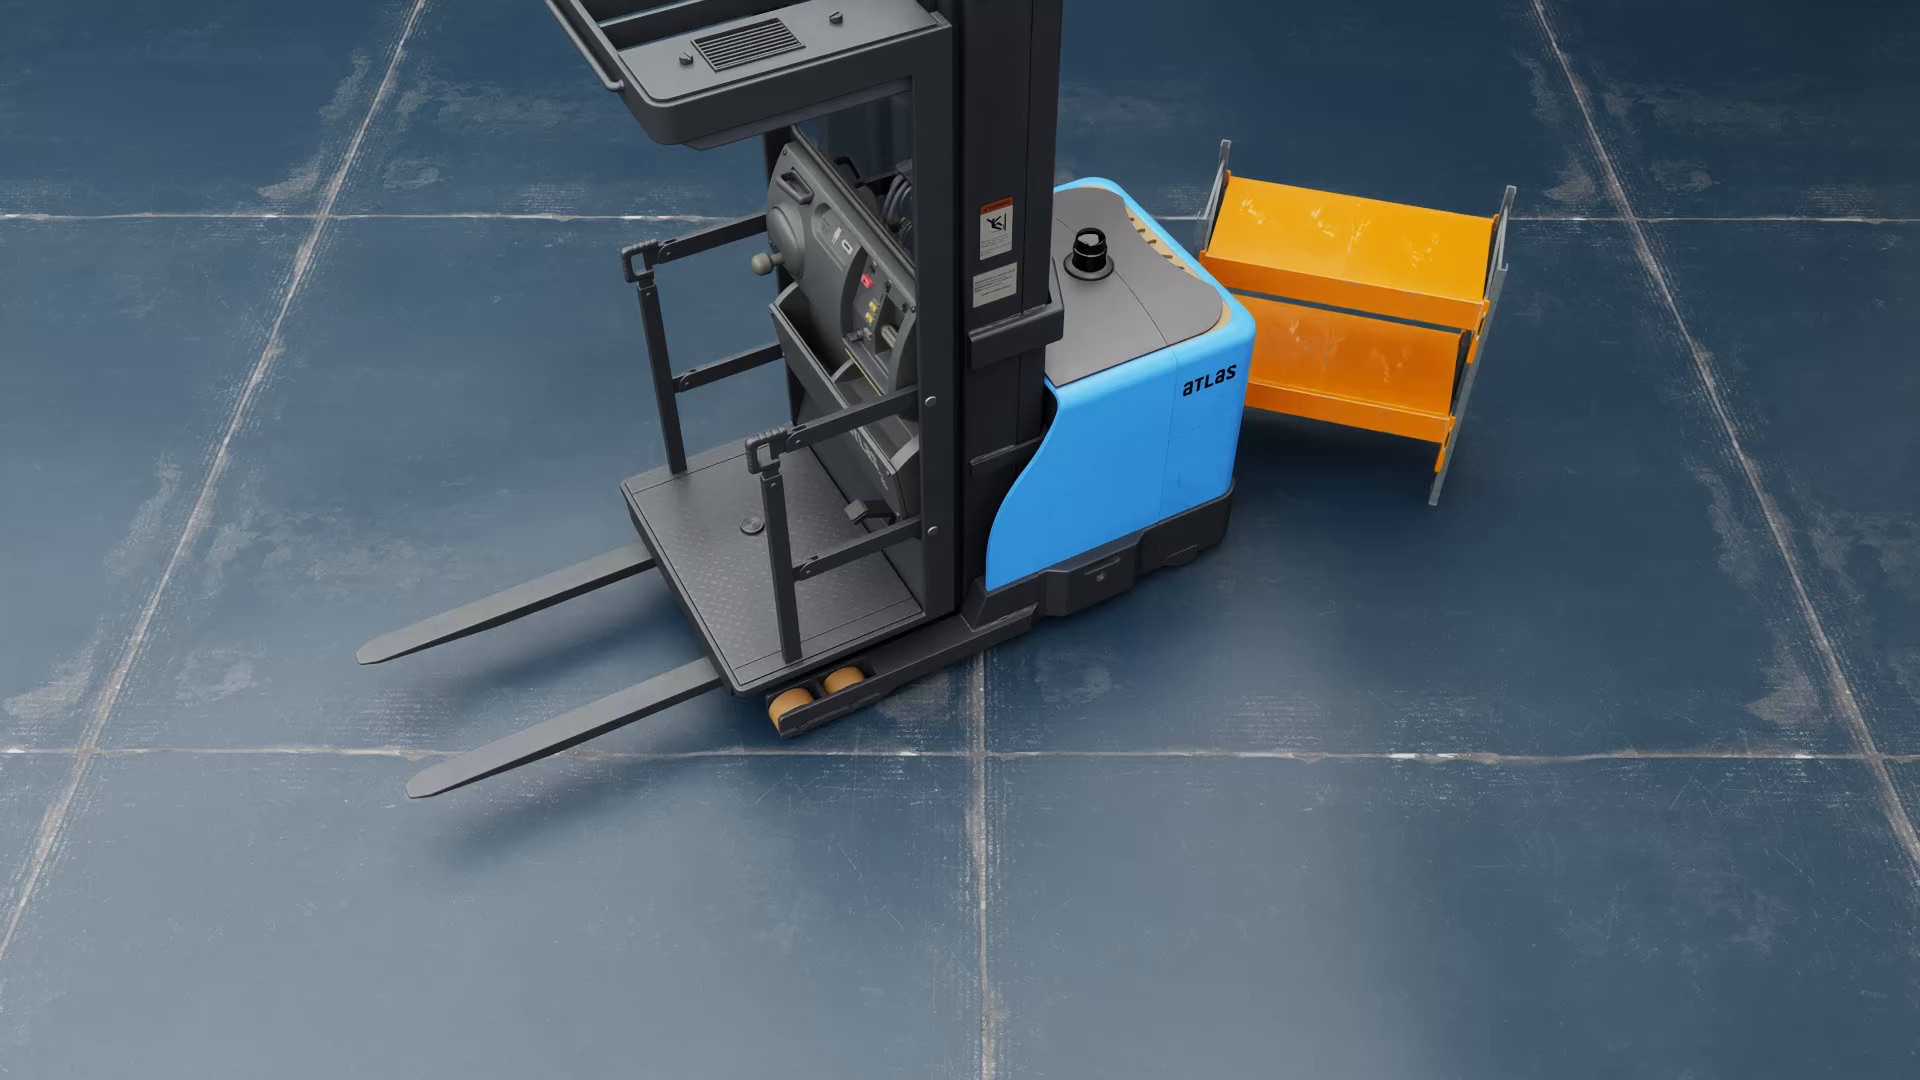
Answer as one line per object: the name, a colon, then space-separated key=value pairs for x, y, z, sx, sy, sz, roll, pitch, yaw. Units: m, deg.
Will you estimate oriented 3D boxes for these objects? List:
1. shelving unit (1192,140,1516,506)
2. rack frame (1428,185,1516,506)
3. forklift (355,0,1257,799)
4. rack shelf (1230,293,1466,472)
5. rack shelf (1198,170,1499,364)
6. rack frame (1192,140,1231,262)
shelving unit: x=1.393 y=-0.797 z=6.224 sx=1.048 sy=1.125 sz=0.538 roll=12 pitch=48 yaw=11
rack frame: x=1.881 y=-0.693 z=6.127 sx=0.032 sy=1.125 sz=0.500 roll=12 pitch=48 yaw=11
forklift: x=-0.548 y=-0.782 z=4.975 sx=3.031 sy=2.935 sz=1.130 roll=-22 pitch=51 yaw=-19
rack shelf: x=1.393 y=-0.631 z=6.403 sx=1.000 sy=0.278 sz=0.538 roll=12 pitch=48 yaw=11
rack shelf: x=1.393 y=-0.997 z=6.009 sx=1.000 sy=0.278 sz=0.538 roll=12 pitch=48 yaw=11
rack frame: x=0.905 y=-0.902 z=6.321 sx=0.032 sy=1.125 sz=0.500 roll=12 pitch=48 yaw=11
